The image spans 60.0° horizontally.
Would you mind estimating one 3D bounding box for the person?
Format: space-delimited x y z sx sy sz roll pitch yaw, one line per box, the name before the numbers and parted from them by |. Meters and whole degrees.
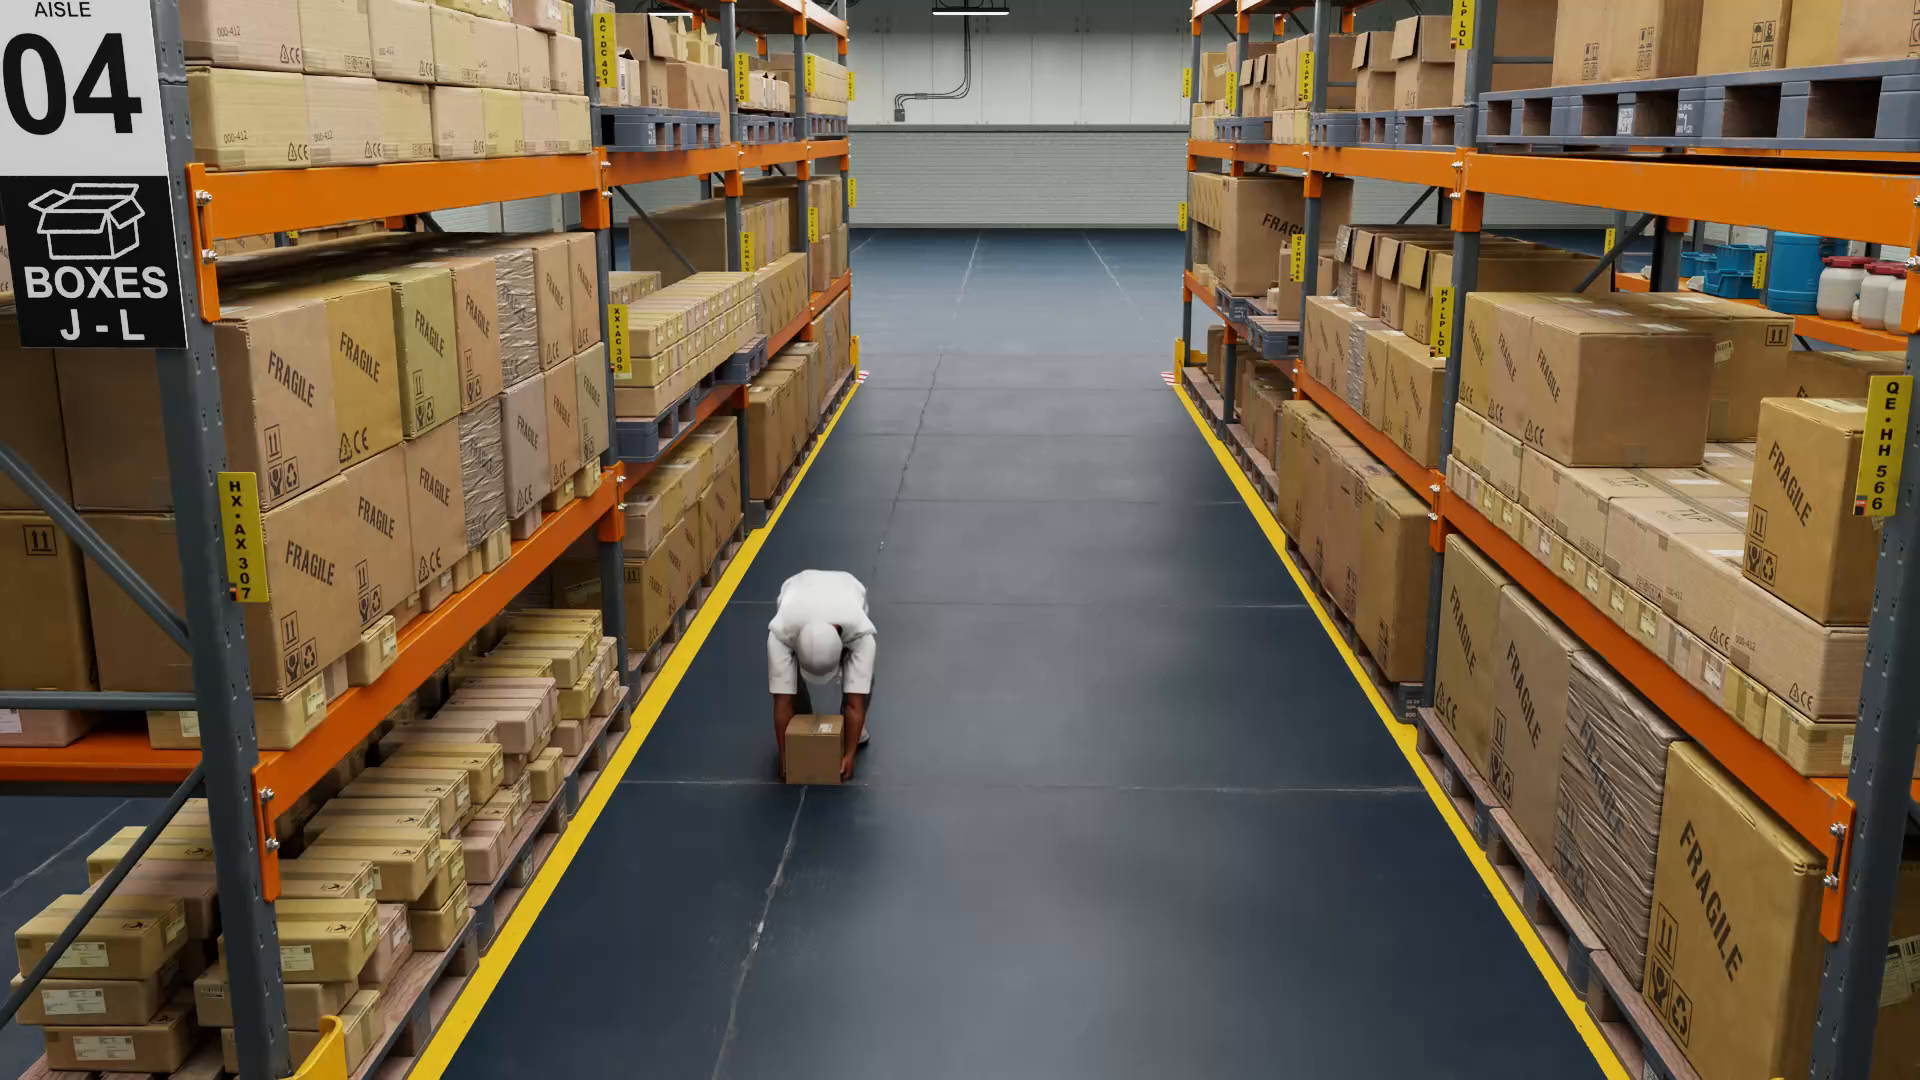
person | -0.648 0.615 7.916 0.517 0.862 0.980 0 14 0
